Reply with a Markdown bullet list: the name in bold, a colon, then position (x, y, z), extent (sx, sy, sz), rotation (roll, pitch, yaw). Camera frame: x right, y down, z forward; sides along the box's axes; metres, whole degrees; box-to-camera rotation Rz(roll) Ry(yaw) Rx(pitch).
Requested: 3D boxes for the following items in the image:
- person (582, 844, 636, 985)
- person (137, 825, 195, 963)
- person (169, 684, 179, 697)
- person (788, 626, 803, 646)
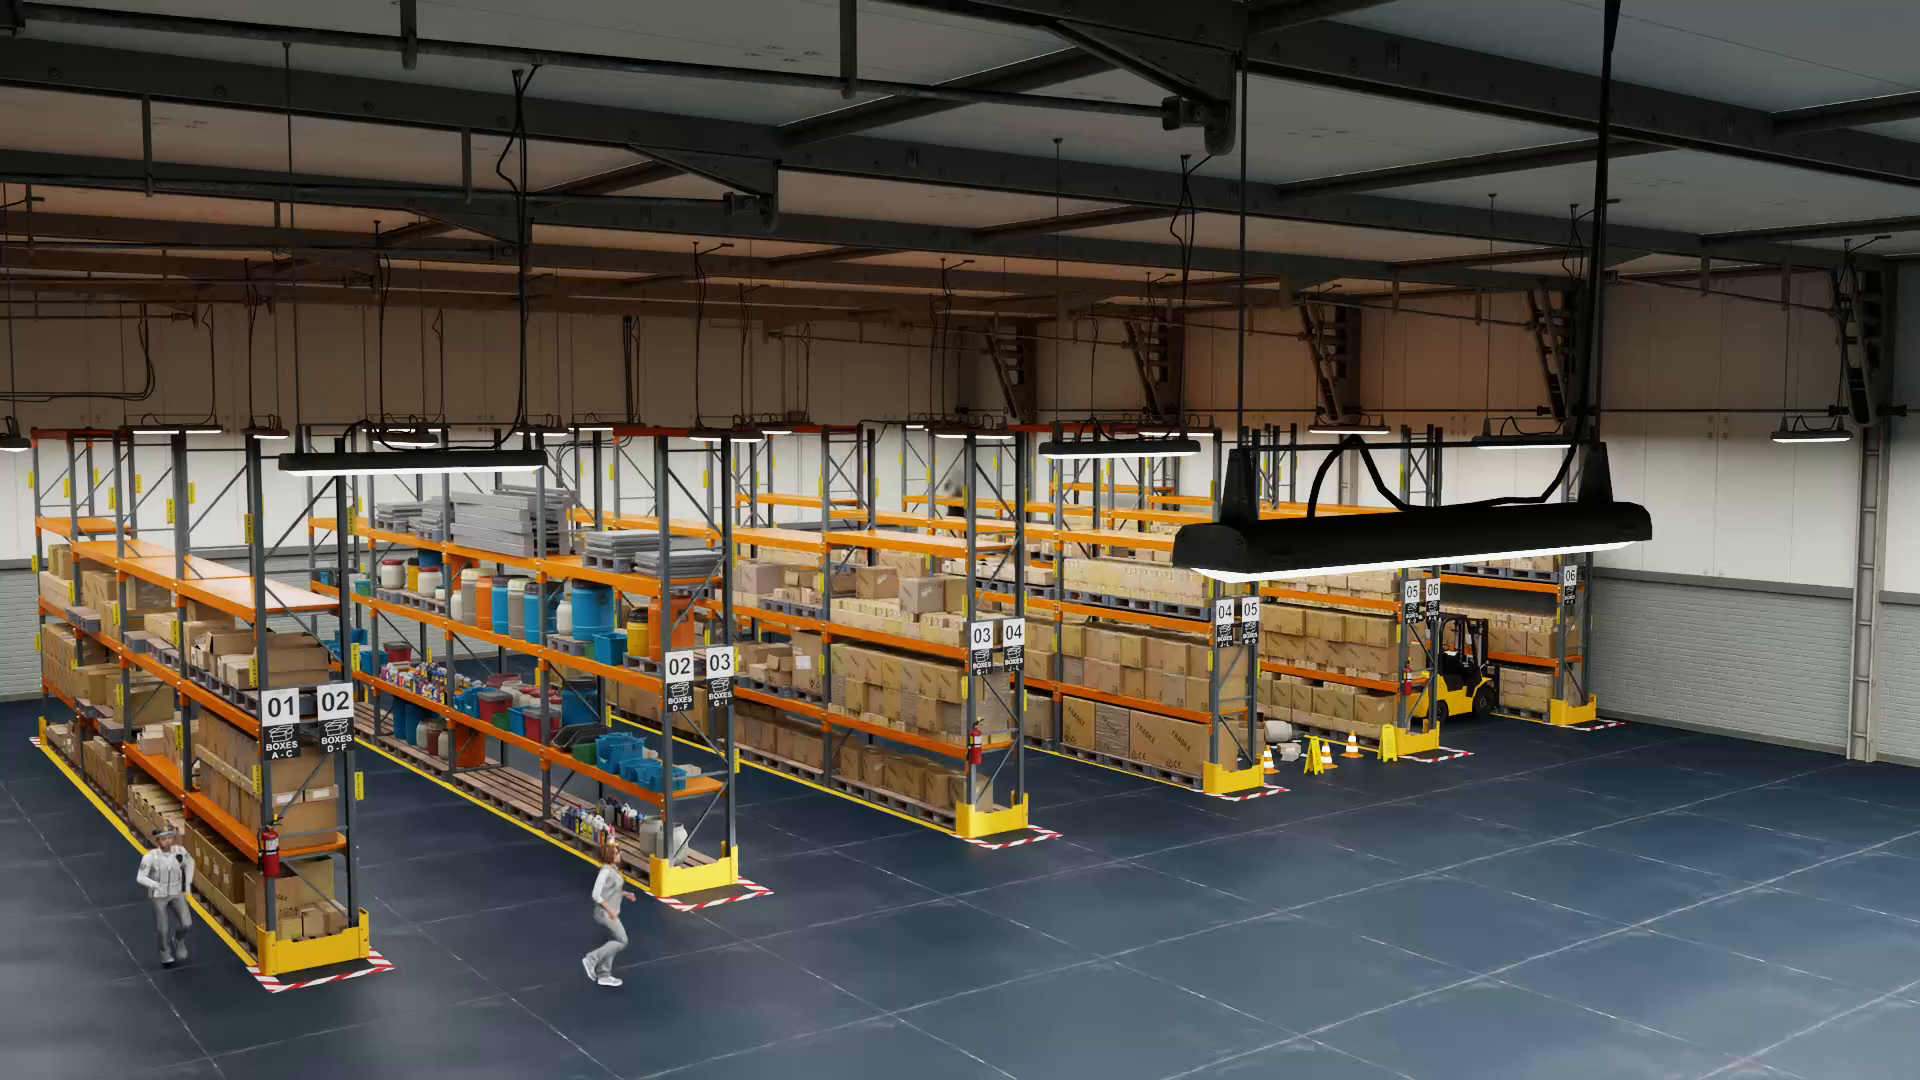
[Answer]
- **person**: position (-3.860, 4.121, 18.306), extent (0.564, 1.570, 0.527), rotation (-1, 5, -7)
- **person**: position (-8.955, 4.017, 18.824), extent (0.644, 1.631, 0.632), rotation (-3, 6, -37)
- **person**: position (-15.122, 2.987, 32.391), extent (0.824, 1.567, 0.613), rotation (3, 5, 34)
- **person**: position (-3.374, 2.690, 35.611), extent (0.635, 1.676, 0.564), rotation (-3, 5, -35)
